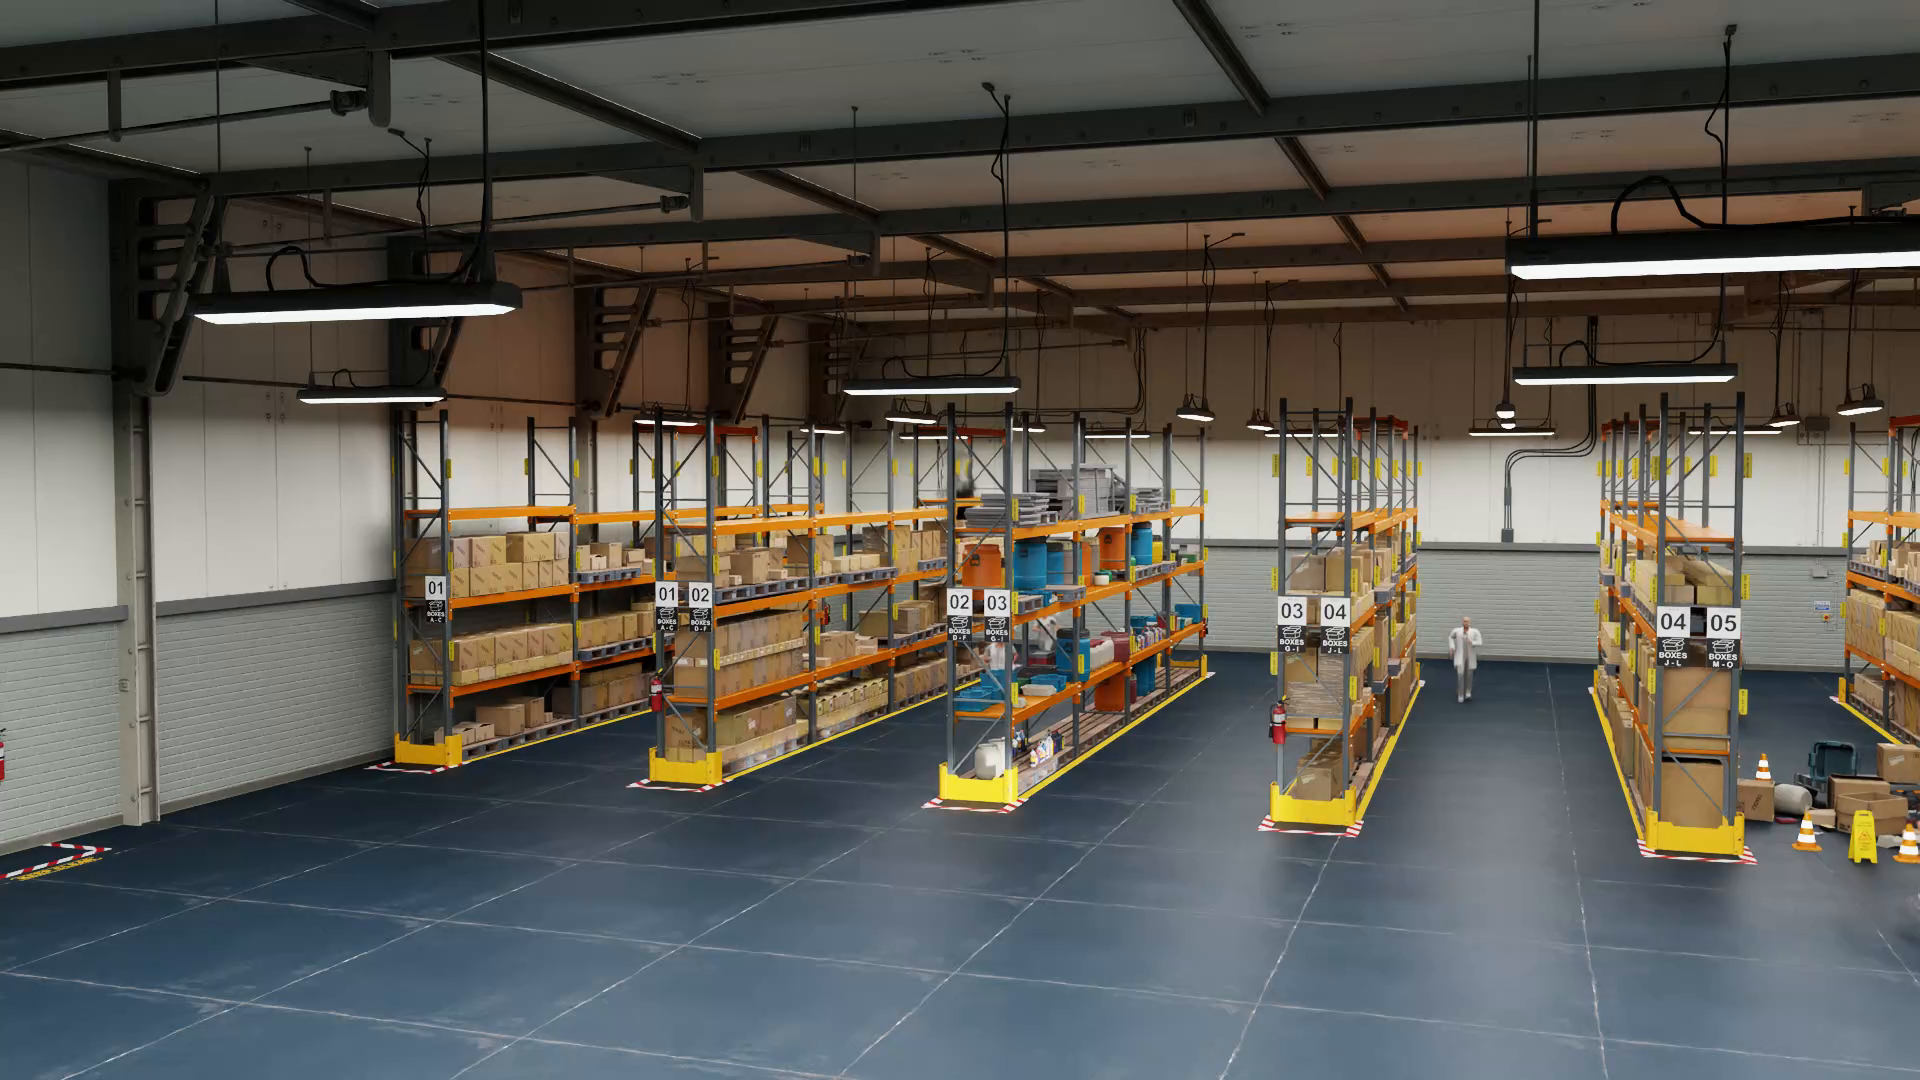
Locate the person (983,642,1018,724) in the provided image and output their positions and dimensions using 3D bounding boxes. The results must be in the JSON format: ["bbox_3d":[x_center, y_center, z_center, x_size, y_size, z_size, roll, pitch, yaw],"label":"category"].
[{"bbox_3d":[0.771,2.657,32.890,0.636,1.789,0.843,1,3,16],"label":"person"}]

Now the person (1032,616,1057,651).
[{"bbox_3d":[2.035,2.429,39.947,0.553,1.690,0.906,1,3,13],"label":"person"}]

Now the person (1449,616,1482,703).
[{"bbox_3d":[10.903,2.562,35.873,0.681,1.830,0.926,1,3,15],"label":"person"}]
